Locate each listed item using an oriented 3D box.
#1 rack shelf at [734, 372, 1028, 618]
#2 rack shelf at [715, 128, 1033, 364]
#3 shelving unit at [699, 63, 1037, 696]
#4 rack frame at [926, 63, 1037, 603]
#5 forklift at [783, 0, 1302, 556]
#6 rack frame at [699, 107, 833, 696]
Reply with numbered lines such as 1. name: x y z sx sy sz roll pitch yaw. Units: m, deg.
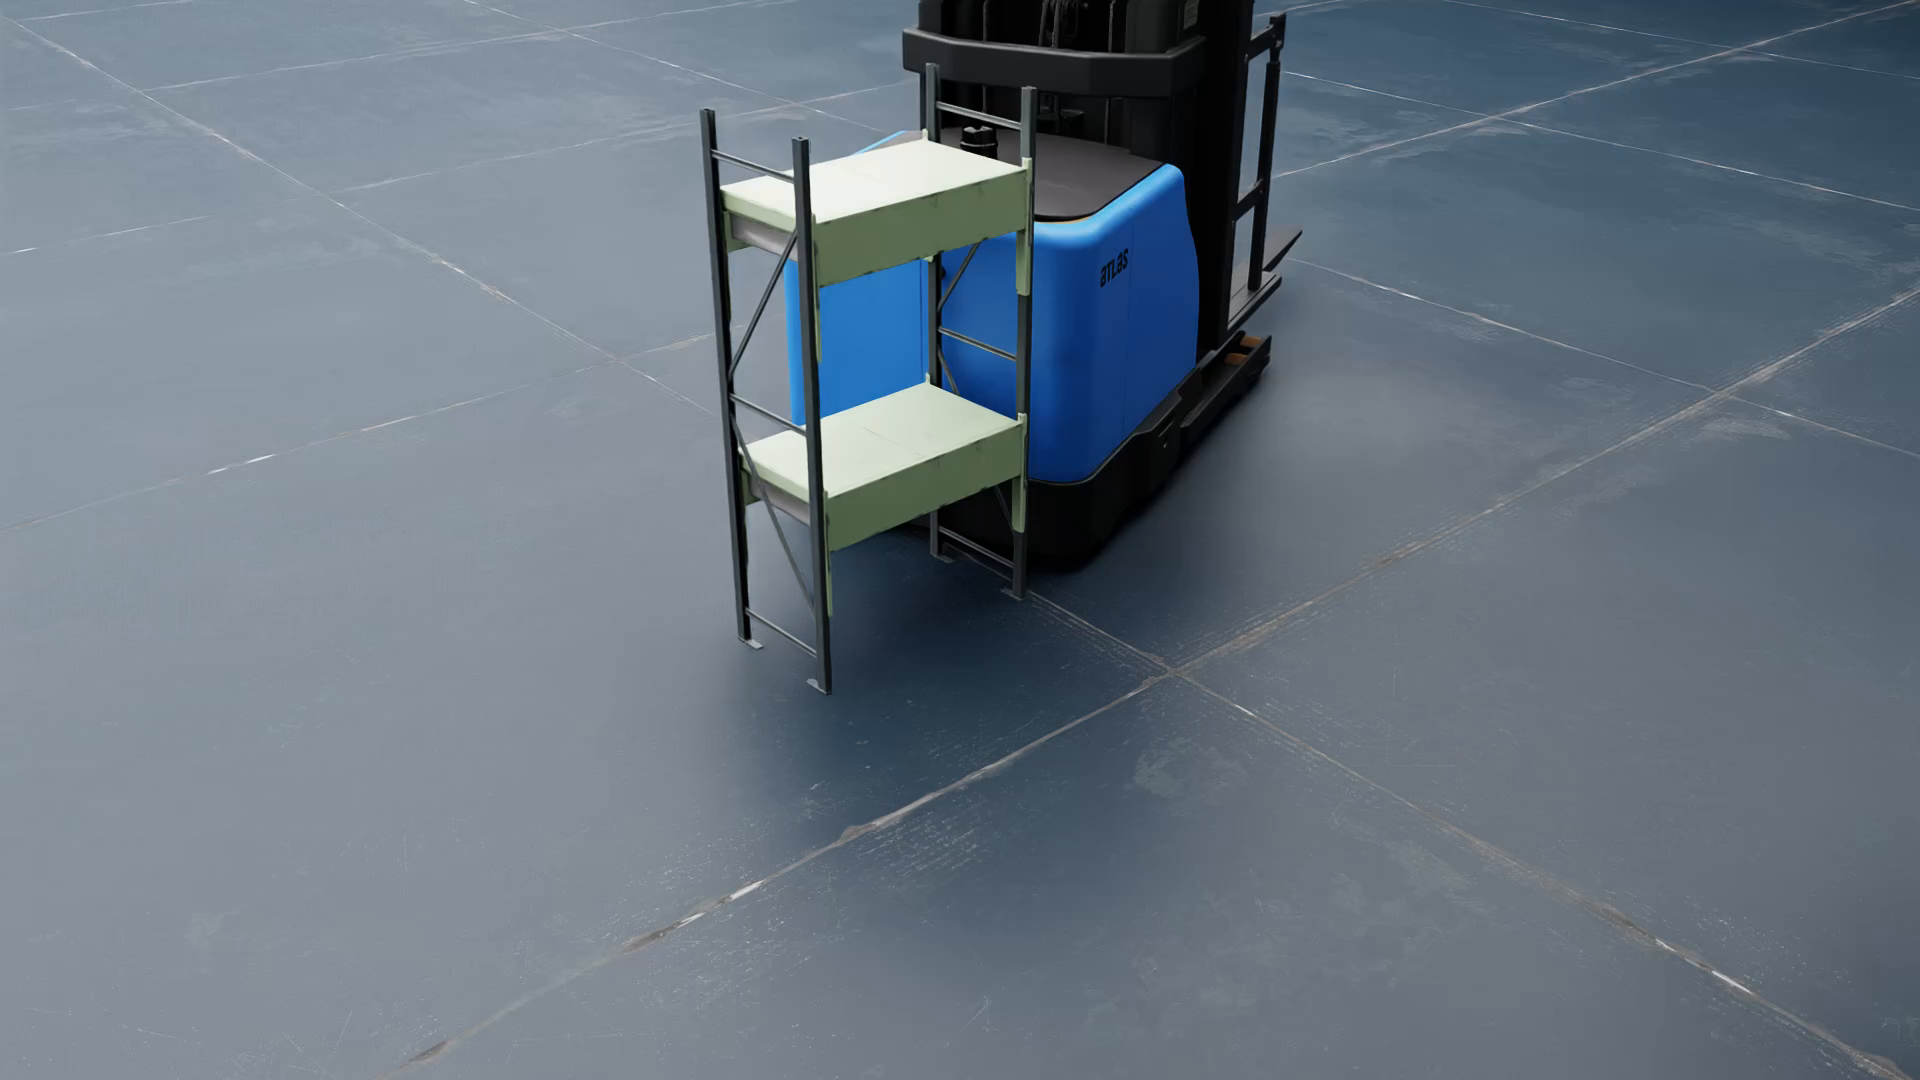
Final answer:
1. rack shelf: -0.218 -0.144 4.619 0.720 0.370 0.431 -23 36 -37
2. rack shelf: -0.218 -0.775 4.281 0.720 0.370 0.431 -23 36 -37
3. shelving unit: -0.218 -0.431 4.465 0.755 1.500 0.431 -23 36 -37
4. rack frame: 0.052 -0.548 4.684 0.023 1.500 0.400 -23 36 -37
5. forklift: 0.548 -1.912 5.718 1.130 2.935 3.031 13 31 23
6. rack frame: -0.487 -0.314 4.247 0.023 1.500 0.400 -23 36 -37
